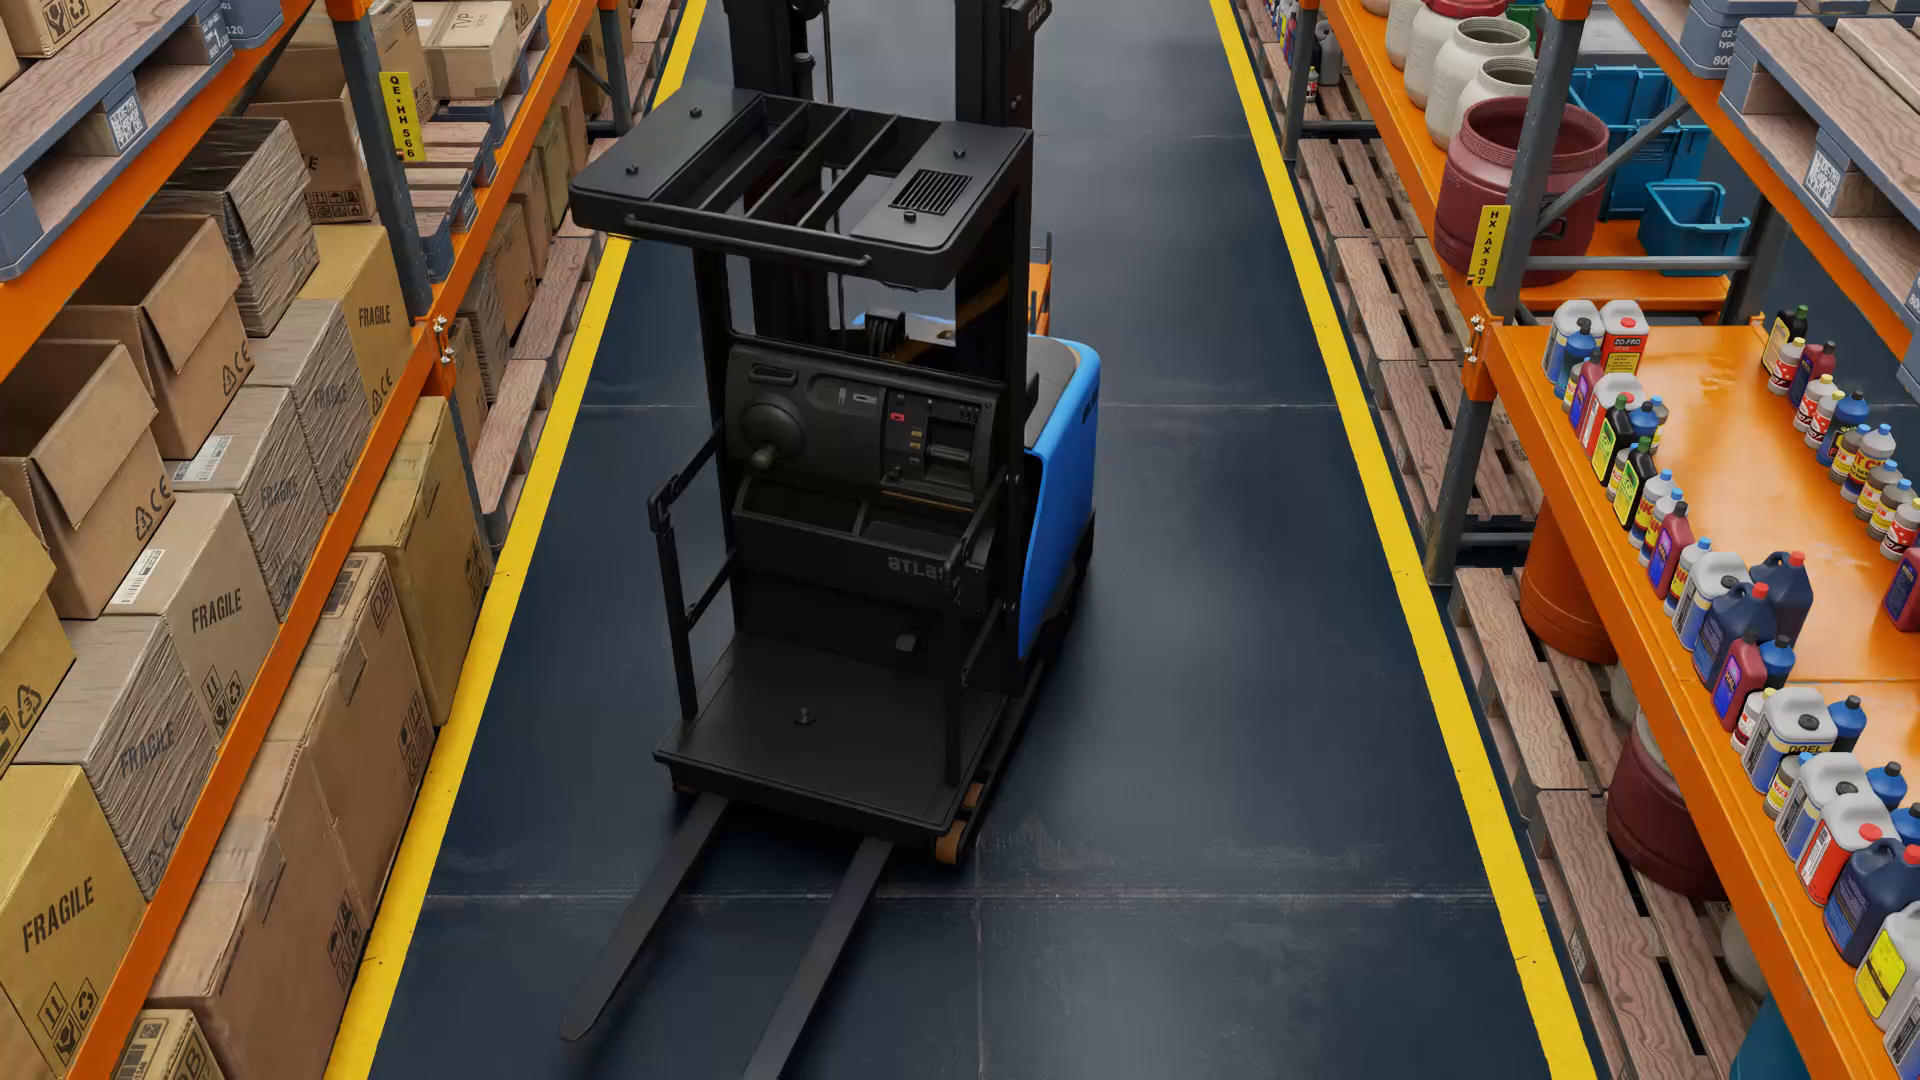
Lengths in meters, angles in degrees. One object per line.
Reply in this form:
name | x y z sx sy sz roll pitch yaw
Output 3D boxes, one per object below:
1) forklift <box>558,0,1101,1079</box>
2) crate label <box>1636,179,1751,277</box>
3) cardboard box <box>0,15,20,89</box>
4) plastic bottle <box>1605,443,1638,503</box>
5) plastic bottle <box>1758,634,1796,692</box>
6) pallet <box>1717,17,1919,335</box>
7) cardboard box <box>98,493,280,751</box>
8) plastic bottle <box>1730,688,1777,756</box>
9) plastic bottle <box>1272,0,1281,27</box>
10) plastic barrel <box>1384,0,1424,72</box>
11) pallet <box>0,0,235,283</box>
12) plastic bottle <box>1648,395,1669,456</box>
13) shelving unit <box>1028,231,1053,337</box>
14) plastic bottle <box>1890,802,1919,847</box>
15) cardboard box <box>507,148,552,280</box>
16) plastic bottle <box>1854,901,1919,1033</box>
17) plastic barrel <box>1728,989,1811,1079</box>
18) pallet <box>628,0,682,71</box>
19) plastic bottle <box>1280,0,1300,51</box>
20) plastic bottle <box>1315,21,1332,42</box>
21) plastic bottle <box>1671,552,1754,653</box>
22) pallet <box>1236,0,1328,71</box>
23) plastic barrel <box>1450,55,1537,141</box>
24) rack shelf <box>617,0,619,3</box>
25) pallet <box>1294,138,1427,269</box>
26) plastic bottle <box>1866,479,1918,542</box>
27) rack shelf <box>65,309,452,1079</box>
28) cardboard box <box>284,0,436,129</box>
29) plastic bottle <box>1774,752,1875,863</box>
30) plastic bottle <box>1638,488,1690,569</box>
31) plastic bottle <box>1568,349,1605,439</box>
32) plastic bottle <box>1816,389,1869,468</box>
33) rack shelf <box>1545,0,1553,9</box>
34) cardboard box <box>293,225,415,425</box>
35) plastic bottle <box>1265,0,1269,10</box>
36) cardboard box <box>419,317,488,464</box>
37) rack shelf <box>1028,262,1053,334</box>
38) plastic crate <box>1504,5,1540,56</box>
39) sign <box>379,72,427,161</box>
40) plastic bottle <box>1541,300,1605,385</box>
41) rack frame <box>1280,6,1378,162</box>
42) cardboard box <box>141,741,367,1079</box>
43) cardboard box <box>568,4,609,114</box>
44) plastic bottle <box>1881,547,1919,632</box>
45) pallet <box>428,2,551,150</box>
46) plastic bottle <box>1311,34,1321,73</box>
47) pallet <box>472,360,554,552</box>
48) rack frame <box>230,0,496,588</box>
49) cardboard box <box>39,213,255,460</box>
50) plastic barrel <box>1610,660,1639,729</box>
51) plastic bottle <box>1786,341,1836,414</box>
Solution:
forklift | -0.403 -0.296 5.275 1.130 2.935 3.031 12 40 15
crate label | 2.847 -1.209 6.493 0.303 0.233 0.416 0 39 0
cardboard box | -2.456 -1.104 3.412 0.797 0.503 0.637 -1 39 -1
plastic bottle | 2.123 -0.217 5.280 0.097 0.201 0.097 0 39 0
plastic bottle | 2.185 0.366 4.497 0.097 0.271 0.097 0 39 0
pallet | 2.375 -0.805 3.608 1.003 0.211 1.213 0 39 0
cardboard box | -2.234 0.217 4.500 0.500 0.500 0.500 1 39 1
plastic bottle | 2.125 0.477 4.415 0.097 0.201 0.097 0 39 0
plastic bottle | 2.155 -3.582 11.152 0.097 0.271 0.097 0 39 0
plastic barrel | 2.251 -2.507 7.872 0.433 0.535 0.433 0 39 0
pallet | -2.422 -1.002 3.853 1.003 0.211 1.213 2 39 2
plastic bottle | 2.275 -0.384 5.490 0.097 0.201 0.097 0 39 0
shelving unit | 0.225 -0.675 7.133 0.258 1.200 0.503 6 39 7
plastic bottle | 2.277 0.740 4.031 0.097 0.271 0.097 0 39 0
cardboard box | -2.523 -1.672 8.585 0.700 0.500 0.500 -3 39 -4
plastic bottle | 2.149 0.936 3.723 0.144 0.351 0.185 0 39 0
plastic barrel | 2.493 1.363 4.493 0.600 0.901 0.708 0 39 0
pallet | -2.525 -3.605 11.579 1.003 0.211 1.213 0 39 0
plastic bottle | 2.179 -3.374 10.828 0.144 0.351 0.185 0 39 0
plastic bottle | 2.327 -3.159 10.619 0.152 0.276 0.135 0 39 0
plastic bottle | 2.152 0.176 4.731 0.152 0.276 0.135 0 39 0
pallet | 2.505 -3.608 11.584 1.003 0.211 1.213 0 39 0
plastic barrel | 2.258 -1.697 6.880 0.421 0.512 0.421 0 39 0
rack shelf | -2.487 -4.478 11.015 1.077 0.370 4.000 0 39 0
pallet | 2.508 -1.932 9.493 1.003 0.211 1.213 0 39 0
plastic bottle | 2.883 -0.098 5.133 0.097 0.201 0.097 0 39 0
rack shelf | -2.478 0.525 4.772 1.077 0.370 4.000 0 39 0
cardboard box | -2.621 -1.896 6.802 0.700 0.500 0.500 5 39 7
plastic bottle | 2.153 0.665 4.120 0.152 0.276 0.135 0 39 0
plastic bottle | 2.124 -0.039 5.003 0.097 0.271 0.097 0 39 0
plastic bottle | 2.105 -0.488 5.554 0.061 0.283 0.133 0 39 0
plastic bottle | 2.882 -0.369 5.415 0.097 0.271 0.097 0 39 0
rack shelf | 2.470 -3.151 6.960 1.077 0.370 4.000 0 39 0
cardboard box | -2.232 -0.737 5.691 0.500 0.500 0.500 1 39 1
plastic bottle | 2.154 -3.772 11.388 0.097 0.271 0.097 0 39 0
cardboard box | -2.501 -0.622 7.274 0.700 0.500 0.500 -2 39 -2
rack shelf | 0.225 -0.981 6.887 0.258 0.148 0.480 6 39 7
plastic crate | 2.752 -2.340 7.941 0.450 0.188 0.662 0 39 0
sign | -1.925 -1.461 5.748 0.100 0.325 0.005 0 39 0
plastic bottle | 2.150 -0.691 5.813 0.152 0.276 0.135 0 39 0
rack frame | 2.468 -3.512 9.233 1.000 3.000 0.127 0 39 0
cardboard box | -2.498 1.201 4.716 1.225 0.875 0.875 -1 39 -2
cardboard box | -2.445 -2.947 10.191 0.500 0.500 0.500 -1 39 -1
plastic bottle | 2.757 0.118 4.797 0.061 0.283 0.133 0 39 0
pallet | -2.523 -2.170 7.712 1.003 0.211 1.213 0 39 0
plastic bottle | 2.179 -3.052 10.426 0.144 0.351 0.185 -1 39 -1
pallet | -2.480 -0.407 7.589 1.003 0.211 1.213 0 39 0
rack frame | -2.480 -1.007 6.107 1.000 3.000 0.127 0 39 0
cardboard box | -2.498 -0.572 4.683 0.797 0.503 0.637 1 39 1
plastic barrel | 2.580 0.456 5.936 0.421 0.512 0.421 0 39 0
plastic bottle | 2.900 -0.568 5.653 0.061 0.283 0.133 0 39 0
